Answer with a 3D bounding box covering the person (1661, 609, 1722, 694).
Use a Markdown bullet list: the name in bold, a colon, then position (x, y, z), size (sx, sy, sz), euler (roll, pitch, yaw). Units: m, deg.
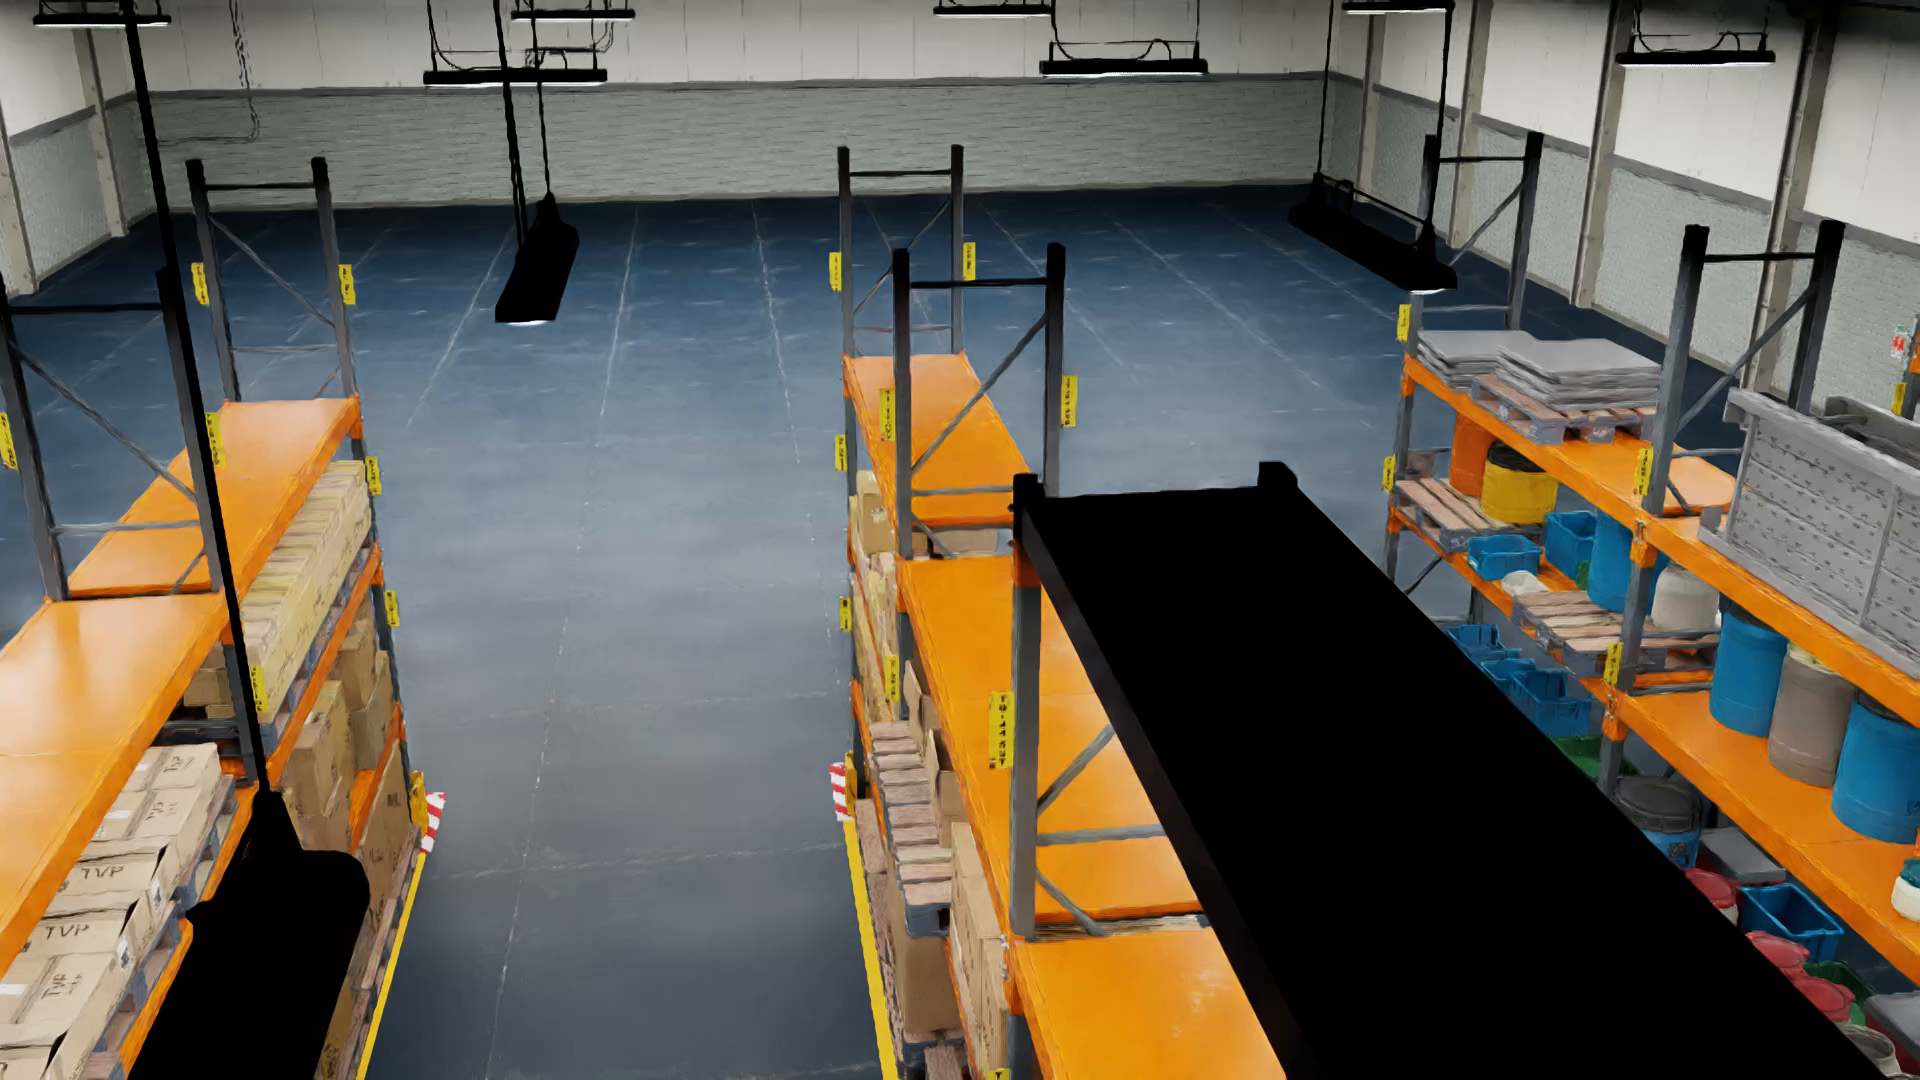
- **person**: position (7.179, 1.180, 16.418), size (0.520, 1.663, 0.542), euler (11, 24, 26)
